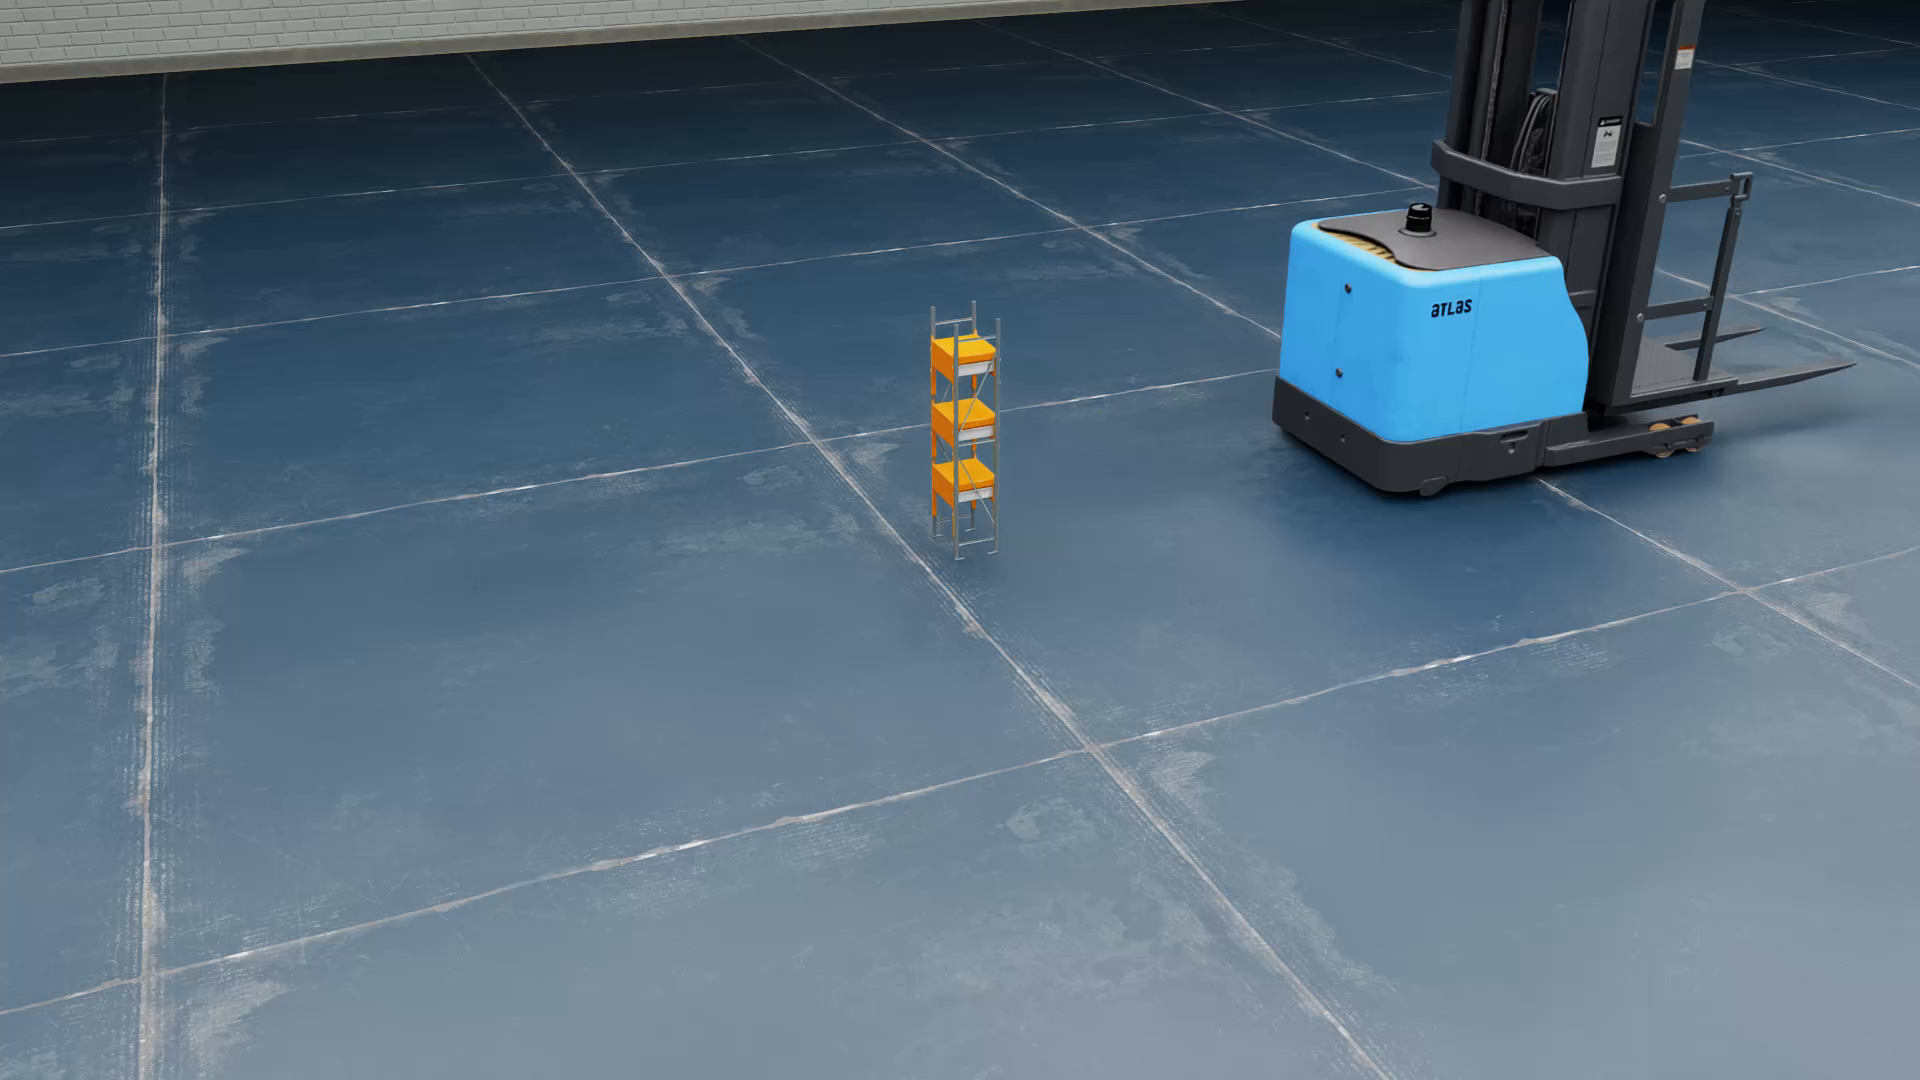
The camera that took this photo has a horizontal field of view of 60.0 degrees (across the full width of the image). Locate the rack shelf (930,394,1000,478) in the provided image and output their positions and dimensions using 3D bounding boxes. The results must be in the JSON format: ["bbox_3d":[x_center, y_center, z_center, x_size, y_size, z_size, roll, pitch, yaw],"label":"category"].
[{"bbox_3d":[0.021,-0.441,6.980,0.215,0.259,0.240,-11,28,-21],"label":"rack shelf"}]

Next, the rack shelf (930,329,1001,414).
[{"bbox_3d":[0.021,-0.696,6.856,0.215,0.259,0.240,-11,28,-21],"label":"rack shelf"}]

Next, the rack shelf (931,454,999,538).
[{"bbox_3d":[0.021,-0.191,7.102,0.215,0.259,0.240,-11,28,-21],"label":"rack shelf"}]

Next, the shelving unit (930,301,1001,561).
[{"bbox_3d":[0.021,-0.450,6.975,0.215,1.050,0.252,-11,28,-21],"label":"shelving unit"}]

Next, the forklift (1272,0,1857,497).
[{"bbox_3d":[3.127,-1.918,7.838,3.031,2.935,1.130,-10,28,-20],"label":"forklift"}]

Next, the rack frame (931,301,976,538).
[{"bbox_3d":[-0.027,-0.499,7.076,0.200,1.050,0.008,-11,28,-21],"label":"rack frame"}]

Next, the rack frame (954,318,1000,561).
[{"bbox_3d":[0.069,-0.401,6.875,0.200,1.050,0.008,-11,28,-21],"label":"rack frame"}]
